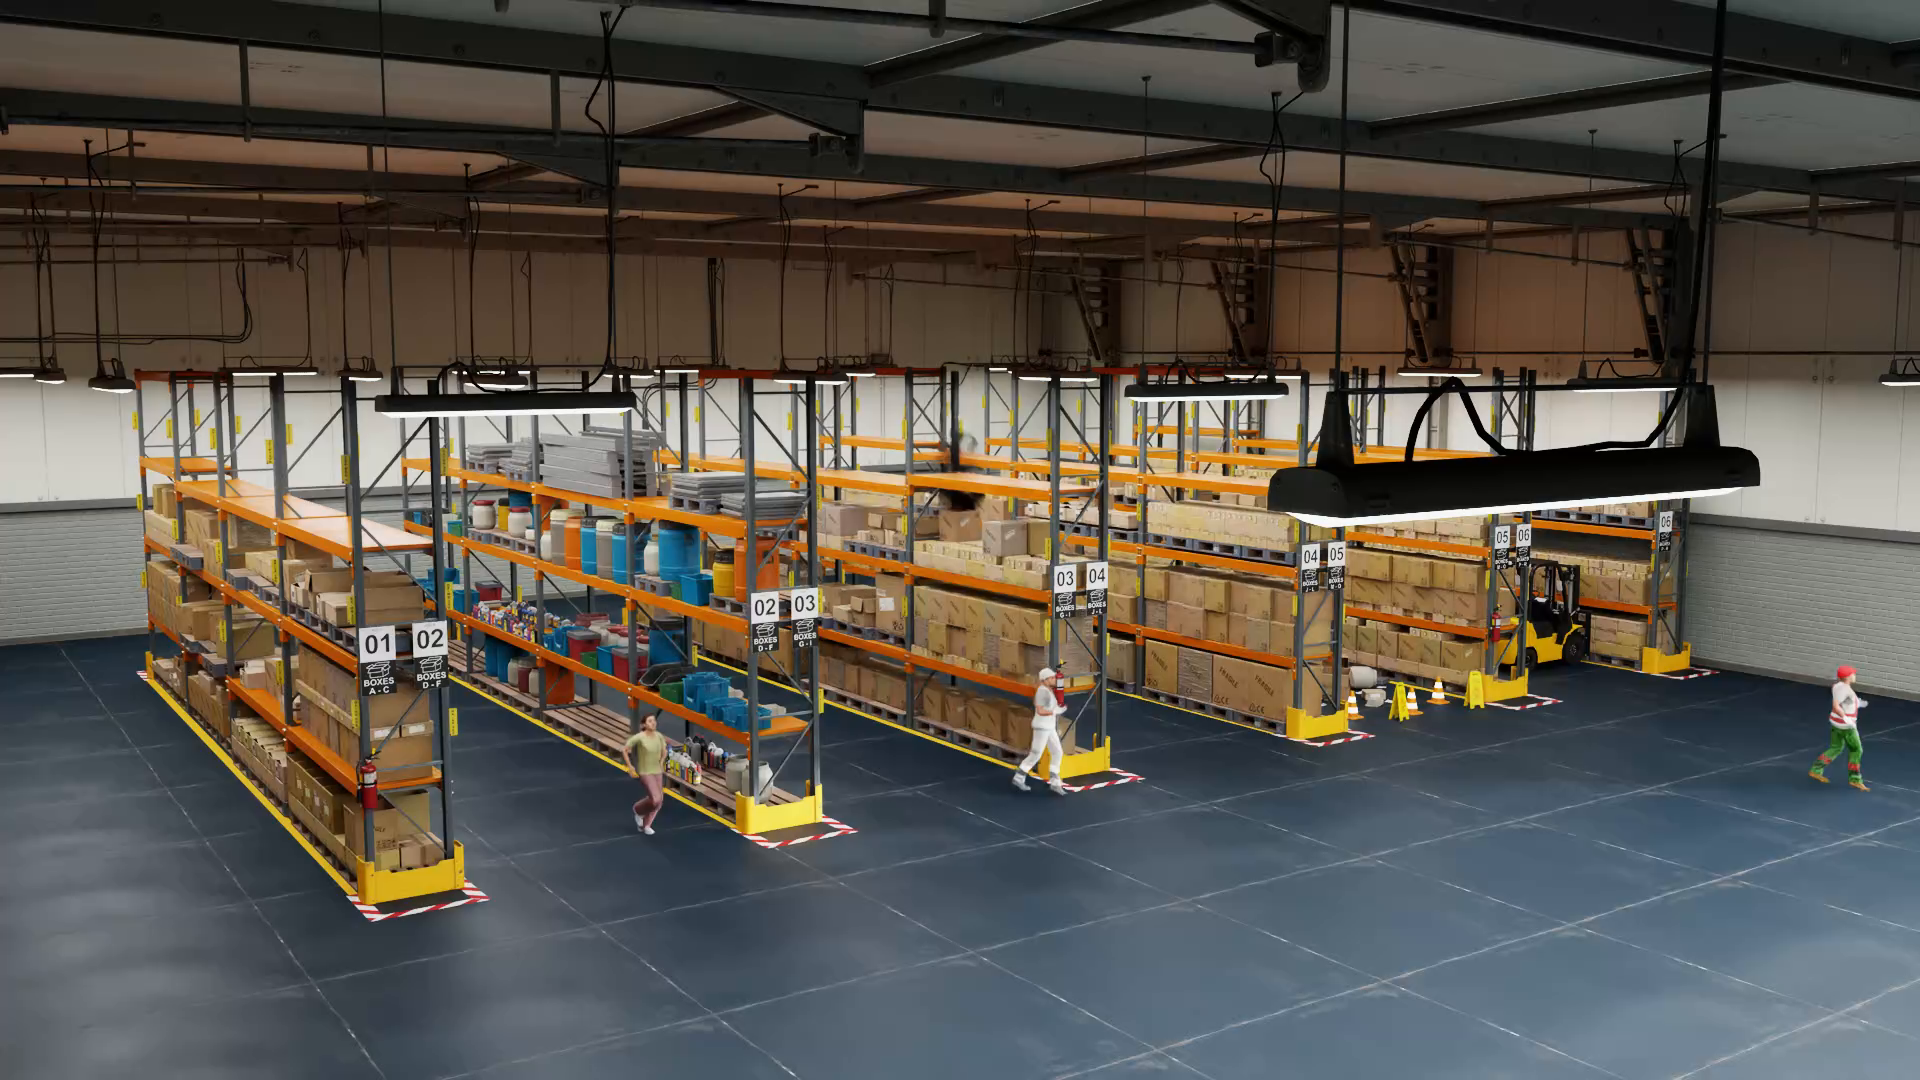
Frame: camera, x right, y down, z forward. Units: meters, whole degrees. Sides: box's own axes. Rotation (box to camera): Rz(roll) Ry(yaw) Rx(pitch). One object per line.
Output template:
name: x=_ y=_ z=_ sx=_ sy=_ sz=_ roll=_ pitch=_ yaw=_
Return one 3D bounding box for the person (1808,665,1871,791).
person: x=12.798 y=2.716 z=24.116 sx=0.814 sy=1.824 sz=0.640 roll=1 pitch=7 yaw=8

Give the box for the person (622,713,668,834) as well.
person: x=-4.050 y=3.069 z=21.822 sx=0.540 sy=1.607 sz=0.579 roll=6 pitch=9 yaw=42

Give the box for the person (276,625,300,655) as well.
person: x=-13.362 y=1.778 z=33.027 sx=0.547 sy=1.737 sz=0.692 roll=-6 pitch=9 yaw=-44

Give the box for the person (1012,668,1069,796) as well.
person: x=1.186 y=2.751 z=23.896 sx=0.819 sy=1.832 sz=0.656 roll=2 pitch=7 yaw=18
